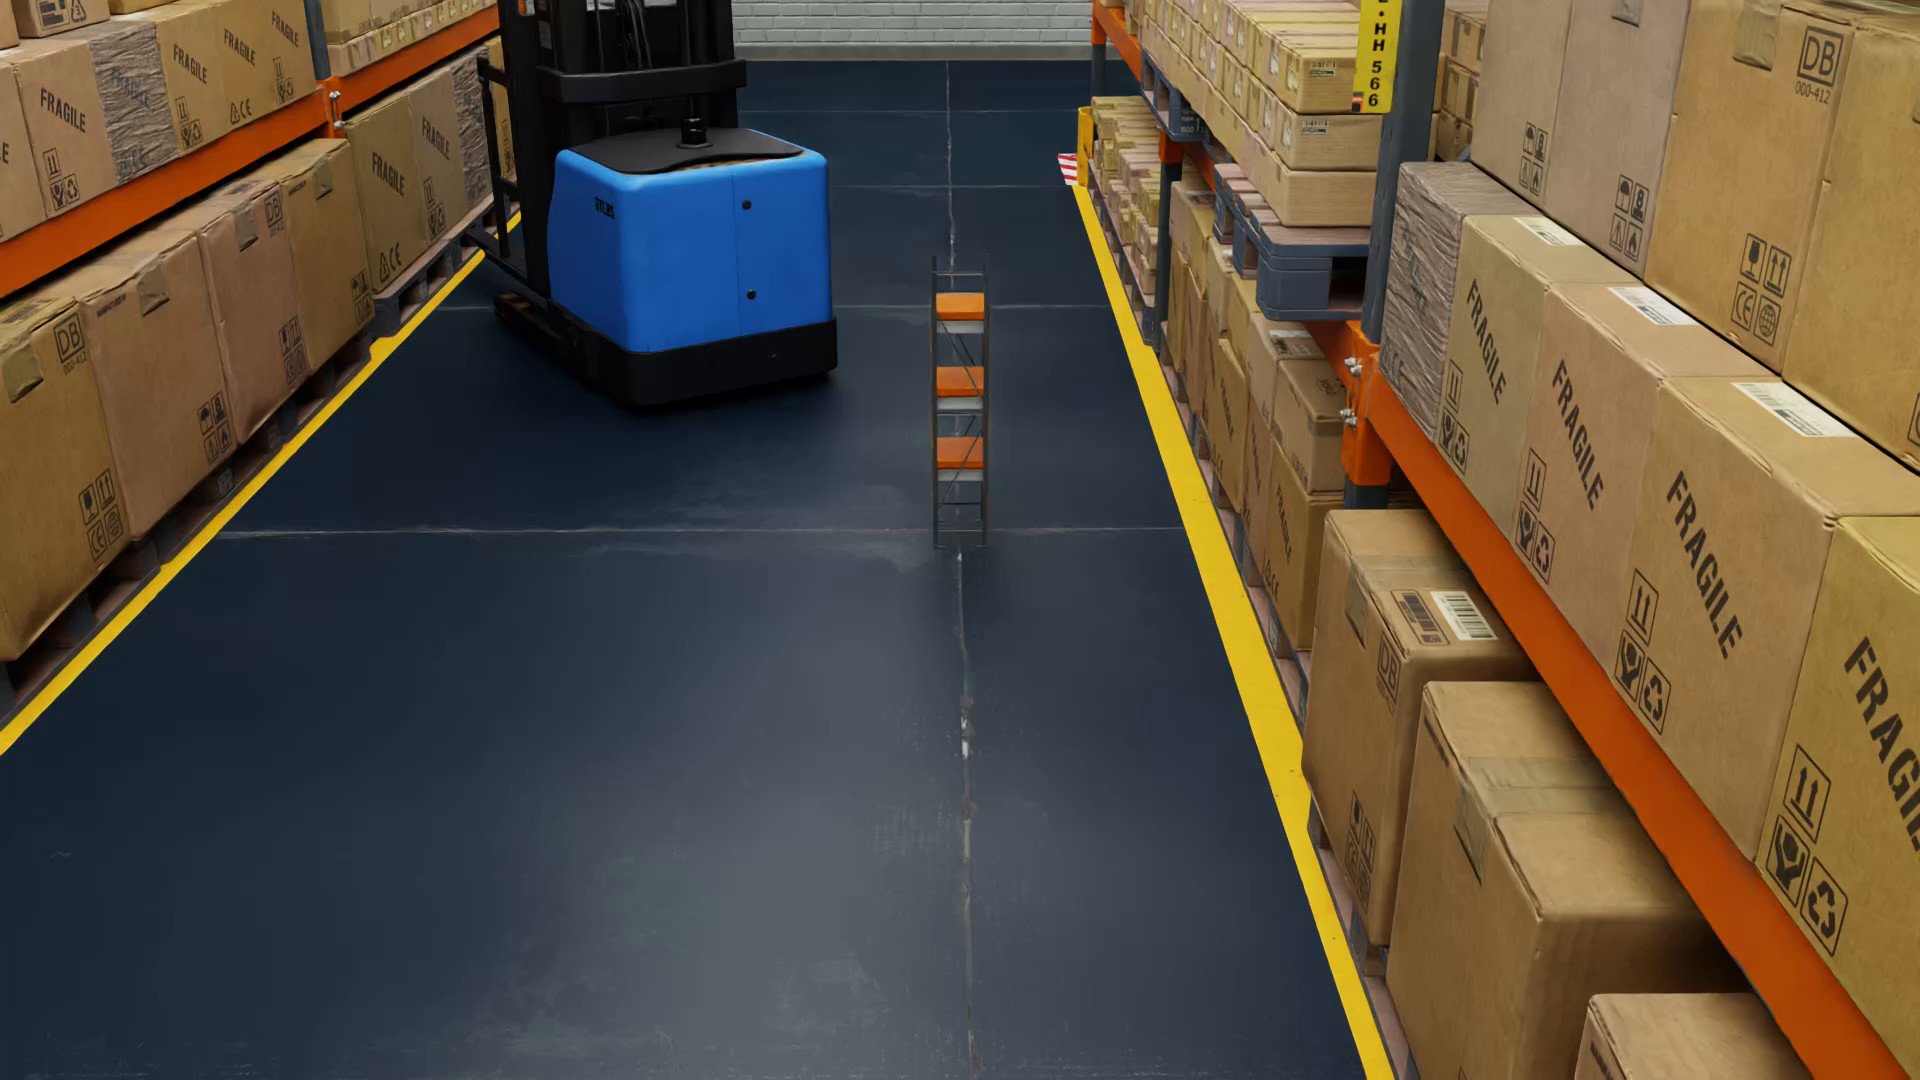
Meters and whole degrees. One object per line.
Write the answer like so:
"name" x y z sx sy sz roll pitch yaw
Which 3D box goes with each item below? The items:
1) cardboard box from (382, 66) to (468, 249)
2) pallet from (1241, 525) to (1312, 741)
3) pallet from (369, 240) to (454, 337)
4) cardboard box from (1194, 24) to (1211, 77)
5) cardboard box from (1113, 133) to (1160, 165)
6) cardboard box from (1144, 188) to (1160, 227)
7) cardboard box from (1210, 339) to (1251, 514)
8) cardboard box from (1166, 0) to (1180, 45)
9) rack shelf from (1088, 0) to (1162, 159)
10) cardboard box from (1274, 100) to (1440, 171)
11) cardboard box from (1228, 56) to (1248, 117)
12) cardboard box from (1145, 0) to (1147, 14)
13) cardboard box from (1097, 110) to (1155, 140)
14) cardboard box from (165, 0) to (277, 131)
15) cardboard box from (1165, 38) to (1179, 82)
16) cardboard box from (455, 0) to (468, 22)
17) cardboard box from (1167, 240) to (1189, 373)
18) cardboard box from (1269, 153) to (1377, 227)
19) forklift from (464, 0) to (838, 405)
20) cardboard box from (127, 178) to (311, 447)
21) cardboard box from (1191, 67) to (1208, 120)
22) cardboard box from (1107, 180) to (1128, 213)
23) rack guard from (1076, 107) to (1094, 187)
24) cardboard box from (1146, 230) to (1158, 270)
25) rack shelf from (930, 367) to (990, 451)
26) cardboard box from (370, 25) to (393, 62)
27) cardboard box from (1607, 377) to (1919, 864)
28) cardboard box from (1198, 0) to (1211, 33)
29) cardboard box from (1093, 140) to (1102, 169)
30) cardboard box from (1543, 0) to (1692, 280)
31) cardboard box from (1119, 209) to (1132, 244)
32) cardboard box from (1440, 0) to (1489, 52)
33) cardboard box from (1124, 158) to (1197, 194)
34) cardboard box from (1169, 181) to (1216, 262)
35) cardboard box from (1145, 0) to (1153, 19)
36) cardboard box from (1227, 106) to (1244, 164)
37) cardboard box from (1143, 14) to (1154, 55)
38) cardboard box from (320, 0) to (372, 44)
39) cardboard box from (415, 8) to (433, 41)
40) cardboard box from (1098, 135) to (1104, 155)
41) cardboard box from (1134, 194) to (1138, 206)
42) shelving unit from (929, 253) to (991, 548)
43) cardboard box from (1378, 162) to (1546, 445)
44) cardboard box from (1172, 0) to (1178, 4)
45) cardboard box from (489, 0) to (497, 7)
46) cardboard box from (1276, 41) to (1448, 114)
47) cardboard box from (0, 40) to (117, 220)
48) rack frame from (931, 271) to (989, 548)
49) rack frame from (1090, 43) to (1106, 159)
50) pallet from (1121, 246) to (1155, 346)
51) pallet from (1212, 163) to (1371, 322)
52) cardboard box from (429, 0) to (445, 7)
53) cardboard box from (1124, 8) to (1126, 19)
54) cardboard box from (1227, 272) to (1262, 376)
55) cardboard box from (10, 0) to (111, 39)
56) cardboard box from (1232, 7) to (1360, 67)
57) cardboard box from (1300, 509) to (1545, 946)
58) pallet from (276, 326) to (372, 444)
"cardboard box" -3.426 -2.206 9.556 0.875 0.875 0.875 0 24 -1
"pallet" 1.509 0.277 5.382 1.003 0.211 1.213 0 24 -1
"pallet" -3.419 -1.383 9.051 1.003 0.211 1.213 0 24 -1
"cardboard box" 1.035 -1.724 5.856 0.380 0.149 0.250 -1 24 -2
"cardboard box" 1.128 -2.372 10.083 0.380 0.149 0.250 0 24 0
"cardboard box" 1.165 -1.734 8.672 0.380 0.149 0.250 0 24 0
"cardboard box" 1.223 -0.426 6.076 0.500 0.500 0.500 -1 24 -3
"cardboard box" 1.028 -2.048 6.572 0.380 0.149 0.250 -1 24 -3
"rack shelf" 1.450 -2.817 9.710 1.077 0.370 4.000 0 24 -1
"cardboard box" 1.055 -1.086 4.445 0.380 0.149 0.250 0 24 1
"cardboard box" 1.043 -1.407 5.156 0.380 0.149 0.250 0 24 0
"cardboard box" 1.184 -2.699 8.096 0.500 0.500 0.500 0 24 0
"cardboard box" 1.092 -2.697 10.801 0.380 0.149 0.250 0 24 -1
"cardboard box" -3.212 -1.990 6.888 0.500 0.500 0.500 0 24 1
"cardboard box" 1.026 -1.912 6.633 0.380 0.149 0.250 0 24 0
"cardboard box" -3.183 -3.200 9.991 0.380 0.149 0.250 0 24 0
"cardboard box" 1.215 -1.067 7.493 0.500 0.500 0.500 1 24 1
"cardboard box" 1.051 -0.950 4.506 0.380 0.149 0.250 0 24 0
"forklift" -1.799 -2.495 8.209 1.130 2.935 3.031 -15 28 -29
"cardboard box" -3.451 -0.931 6.737 1.225 0.875 0.875 -1 24 -2
"cardboard box" 1.036 -1.591 5.923 0.380 0.149 0.250 -1 24 -3
"cardboard box" 1.115 -2.120 10.248 0.380 0.149 0.250 -1 24 -3
"rack guard" 1.429 -2.798 11.830 1.175 0.500 0.348 0 24 -1
"cardboard box" 1.151 -1.476 8.464 0.380 0.149 0.250 0 24 0
"rack shelf" -0.001 -0.491 6.087 0.215 0.259 0.240 0 24 -1
"cardboard box" -3.166 -2.565 8.587 0.380 0.149 0.250 1 24 1
"cardboard box" 1.267 0.091 2.287 0.500 0.500 0.500 -1 24 -1
"cardboard box" 1.038 -1.860 5.796 0.380 0.149 0.250 0 24 1
"cardboard box" 1.114 -2.644 11.405 0.380 0.149 0.250 0 24 1
"cardboard box" 1.517 -0.780 2.999 0.700 0.500 0.500 -1 24 -1
"cardboard box" 1.116 -1.799 9.538 0.380 0.149 0.250 0 24 -1
"cardboard box" 1.693 -1.644 5.317 0.380 0.149 0.250 1 24 2
"cardboard box" 1.135 -2.055 9.382 0.380 0.149 0.250 -1 24 -3
"cardboard box" 1.216 -1.409 7.338 0.500 0.250 0.500 -1 24 -3
"cardboard box" 1.016 -2.368 7.280 0.380 0.149 0.250 0 24 0
"cardboard box" 1.047 -1.261 5.194 0.380 0.149 0.250 -1 24 -1
"cardboard box" 1.016 -2.233 7.342 0.380 0.149 0.250 -1 24 -3
"cardboard box" -3.232 -2.602 8.183 0.500 0.250 0.500 -1 24 -2
"cardboard box" -3.174 -2.883 9.288 0.380 0.149 0.250 0 24 0
"cardboard box" 1.124 -2.666 11.094 0.380 0.149 0.250 0 24 -1
"cardboard box" 1.188 -1.907 9.415 0.380 0.149 0.250 0 24 1
"shelving unit" -0.001 -0.500 6.082 0.215 1.050 0.252 0 24 -1
"cardboard box" 1.251 -0.531 3.663 0.500 0.500 0.500 0 24 0
"cardboard box" 1.026 -2.180 6.504 0.380 0.149 0.250 -1 24 -1
"cardboard box" -3.193 -3.517 10.691 0.380 0.149 0.250 0 24 0
"cardboard box" 1.052 -1.220 4.380 0.380 0.149 0.250 -1 24 -3
"cardboard box" -3.195 -1.362 5.500 0.500 0.500 0.500 -1 24 -2
"rack frame" 0.001 -0.450 5.971 0.200 1.050 0.008 0 24 -1
"rack frame" 1.428 -3.968 11.384 1.000 3.000 0.127 0 24 -1
"pallet" 1.429 -1.326 8.926 1.003 0.211 1.213 0 24 -1
"pallet" 1.401 -0.878 4.783 1.213 0.211 1.003 0 24 -1
"cardboard box" -3.241 -3.223 9.558 0.500 0.250 0.500 0 24 0
"cardboard box" 1.190 -3.183 9.953 0.380 0.149 0.250 -1 24 -2
"cardboard box" 1.240 -0.764 5.913 0.500 0.250 0.500 0 24 1
"cardboard box" -3.455 -2.040 5.782 0.797 0.503 0.637 1 24 1
"cardboard box" 1.042 -1.541 5.091 0.380 0.149 0.250 0 24 1
"cardboard box" 1.432 0.413 3.917 1.050 0.750 0.750 -1 24 -1
"pallet" -3.405 -0.751 7.655 1.003 0.211 1.213 0 24 -1
